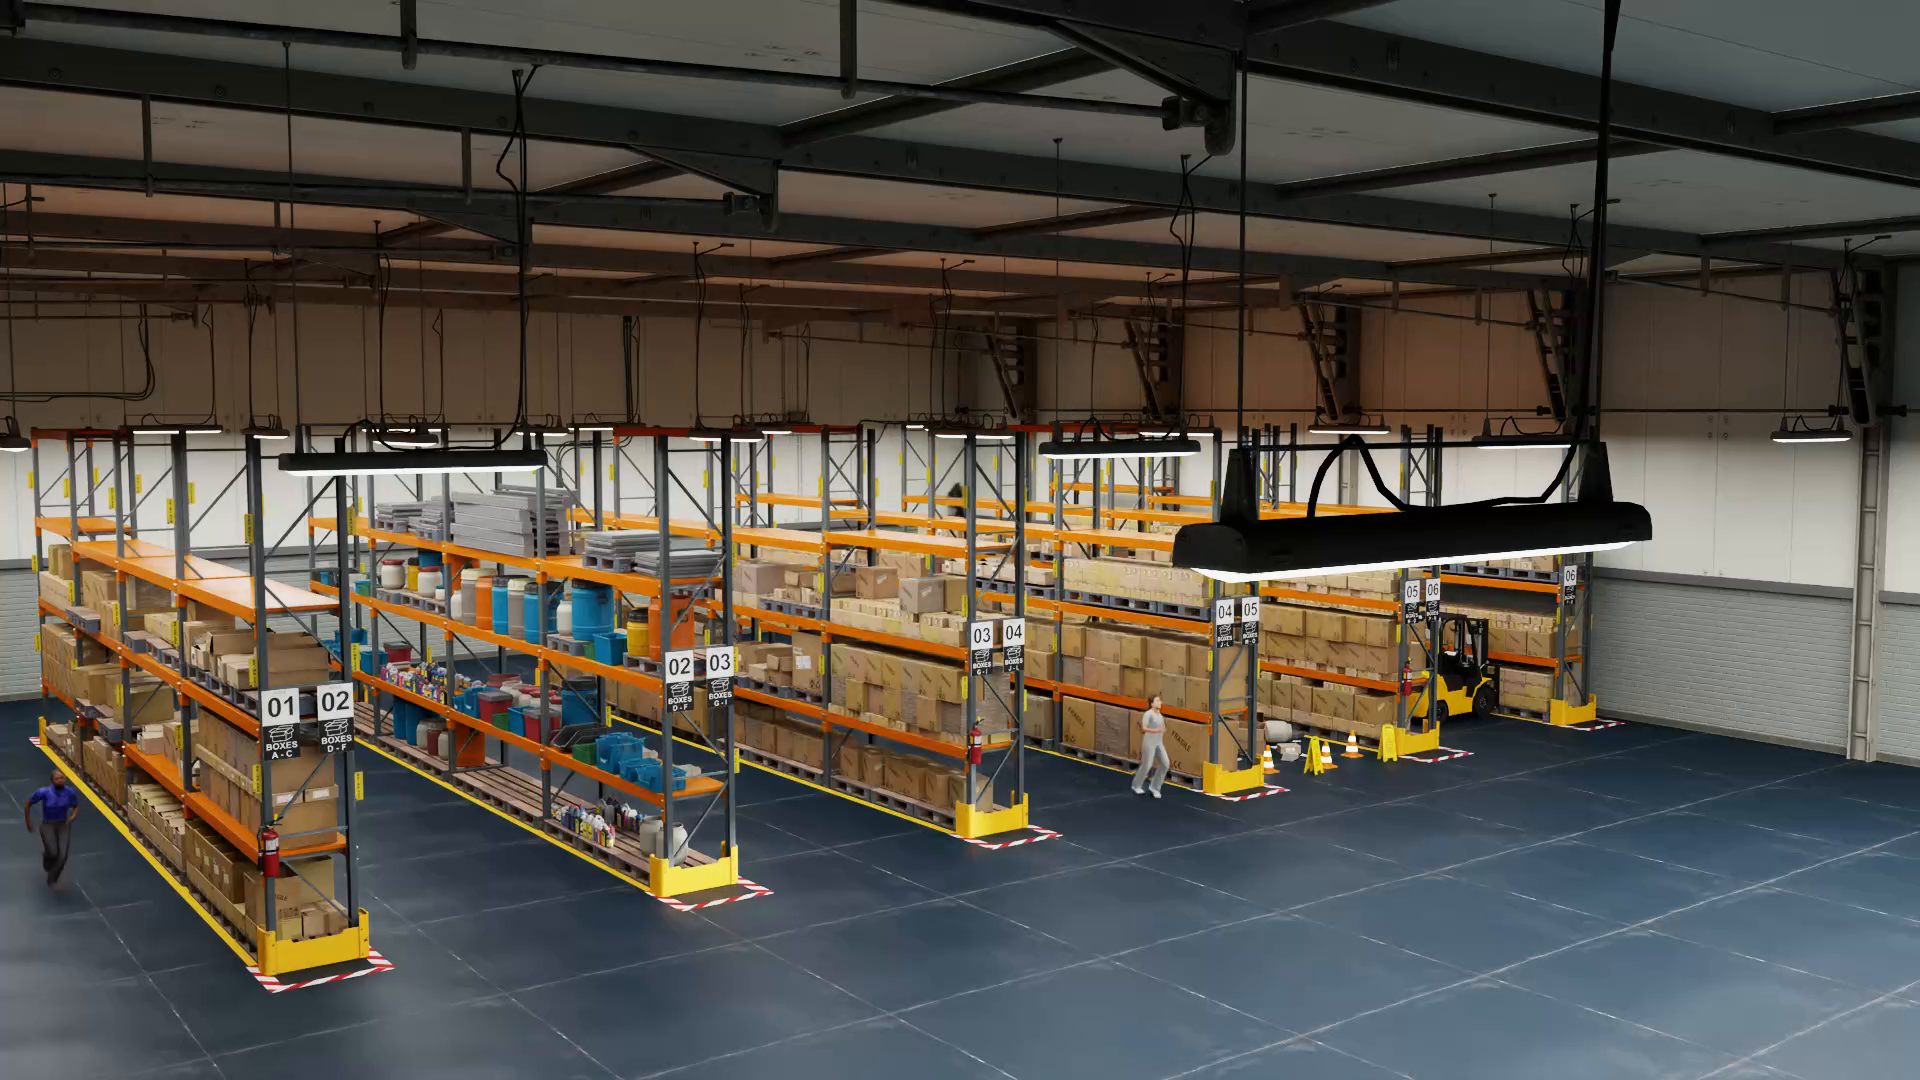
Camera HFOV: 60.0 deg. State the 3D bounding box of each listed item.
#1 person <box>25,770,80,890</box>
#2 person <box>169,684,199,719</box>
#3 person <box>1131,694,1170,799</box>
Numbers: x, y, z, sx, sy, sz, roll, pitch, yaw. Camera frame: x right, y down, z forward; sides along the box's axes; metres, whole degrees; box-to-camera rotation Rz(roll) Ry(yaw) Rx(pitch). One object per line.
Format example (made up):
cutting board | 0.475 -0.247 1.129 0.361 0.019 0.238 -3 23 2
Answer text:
person | -11.950 3.826 21.947 0.615 1.606 0.644 -4 6 -44
person | -15.127 2.981 32.415 0.605 1.649 0.654 3 5 35
person | 3.134 3.382 27.200 0.681 1.721 0.577 4 6 43
